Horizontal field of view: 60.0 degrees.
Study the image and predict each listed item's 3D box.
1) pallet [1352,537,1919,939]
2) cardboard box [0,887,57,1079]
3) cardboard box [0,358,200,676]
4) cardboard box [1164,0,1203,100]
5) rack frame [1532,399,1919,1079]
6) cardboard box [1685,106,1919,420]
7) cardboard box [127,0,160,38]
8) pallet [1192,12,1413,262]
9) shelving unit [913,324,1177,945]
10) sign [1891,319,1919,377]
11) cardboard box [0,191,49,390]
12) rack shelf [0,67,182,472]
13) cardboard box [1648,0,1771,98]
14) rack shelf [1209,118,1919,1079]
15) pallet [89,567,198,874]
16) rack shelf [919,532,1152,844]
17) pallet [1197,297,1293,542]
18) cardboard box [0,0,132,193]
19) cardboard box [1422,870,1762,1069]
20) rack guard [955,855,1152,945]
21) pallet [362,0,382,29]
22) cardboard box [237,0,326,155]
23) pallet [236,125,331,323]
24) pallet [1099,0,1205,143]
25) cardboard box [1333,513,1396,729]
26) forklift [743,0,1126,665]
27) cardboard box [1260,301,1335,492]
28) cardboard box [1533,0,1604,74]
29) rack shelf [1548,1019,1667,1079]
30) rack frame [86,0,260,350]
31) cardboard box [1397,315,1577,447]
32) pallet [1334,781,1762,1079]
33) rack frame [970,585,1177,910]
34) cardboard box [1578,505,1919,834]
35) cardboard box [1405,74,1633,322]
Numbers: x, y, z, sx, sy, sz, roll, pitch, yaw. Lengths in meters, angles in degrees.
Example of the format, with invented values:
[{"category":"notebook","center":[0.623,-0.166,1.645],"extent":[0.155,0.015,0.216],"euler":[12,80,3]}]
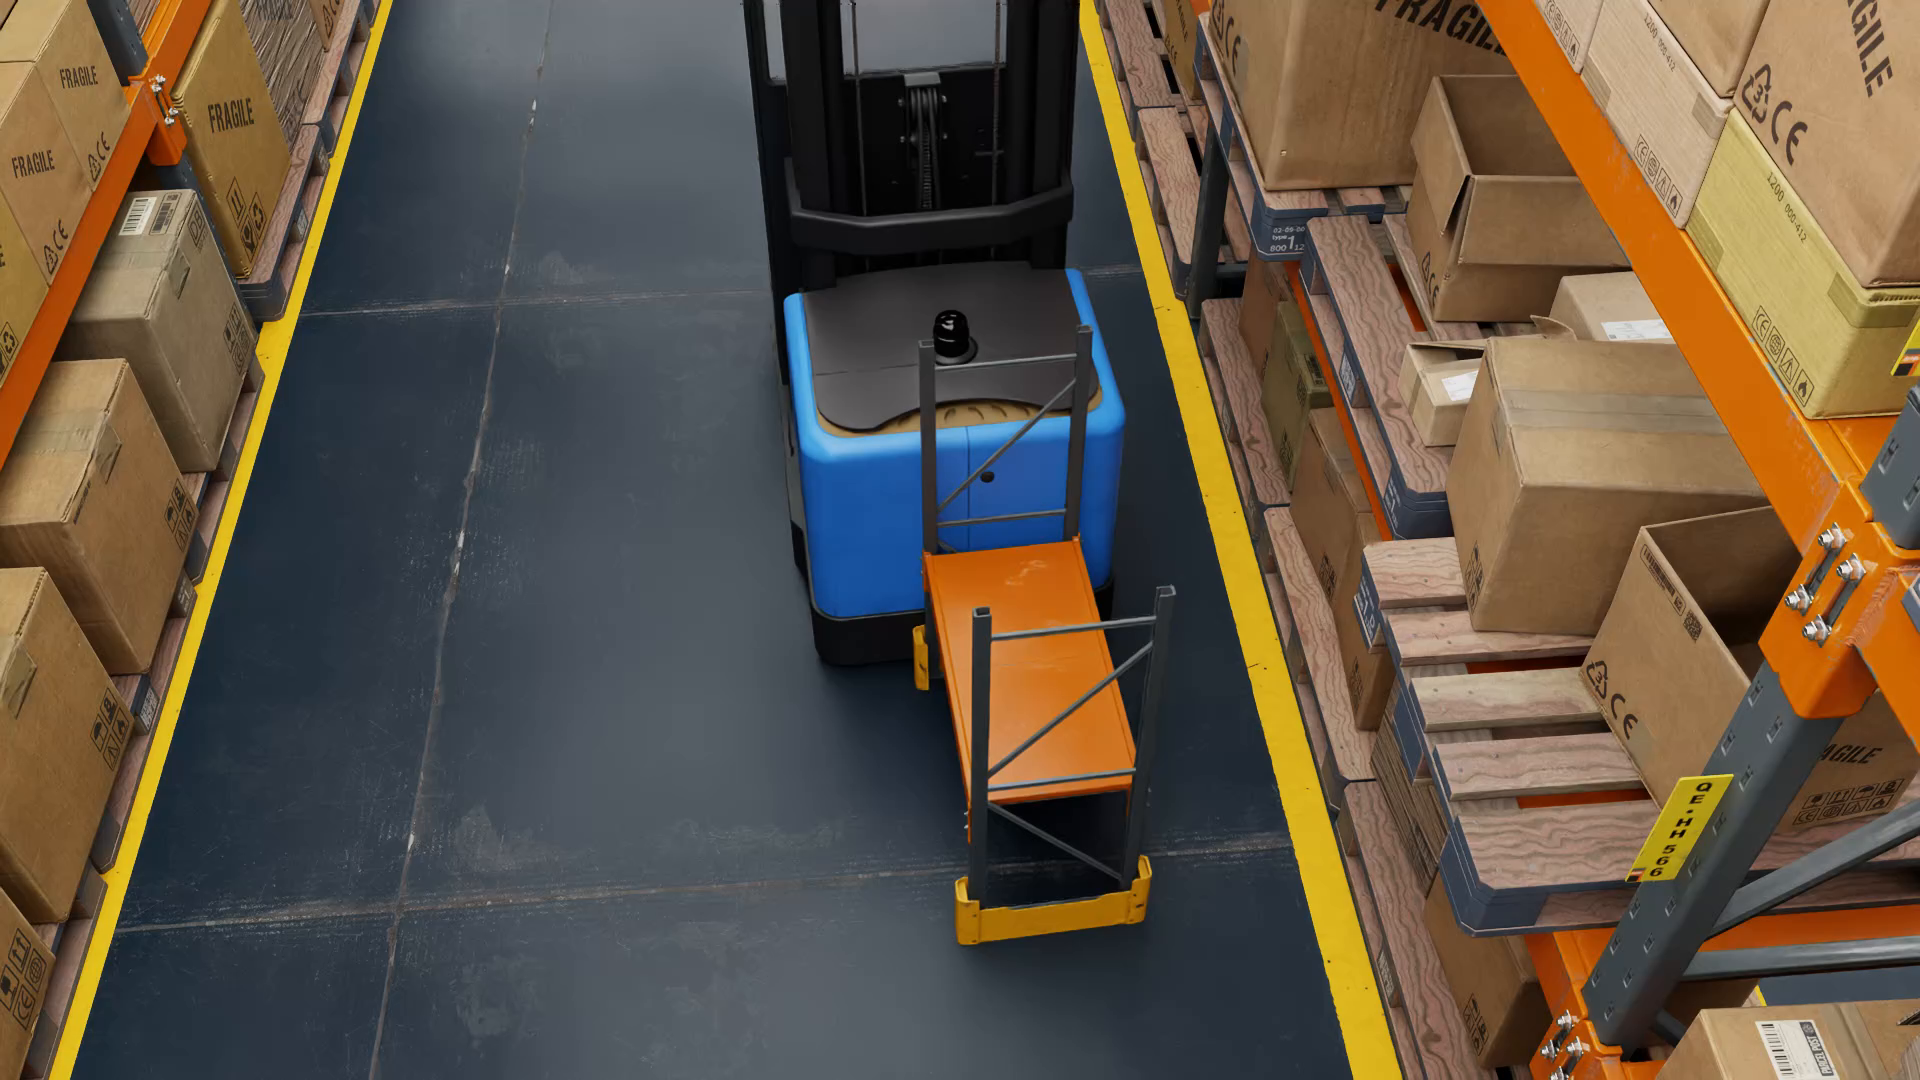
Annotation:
[{"category":"pallet","center":[1.651,0.404,3.934],"extent":[1.213,0.211,1.003],"euler":[-3,47,-3]},{"category":"cardboard box","center":[-3.096,1.258,4.253],"extent":[1.050,0.750,0.750],"euler":[-4,47,-4]},{"category":"cardboard box","center":[-3.251,-0.048,5.490],"extent":[1.050,0.750,0.750],"euler":[-3,47,-3]},{"category":"cardboard box","center":[1.302,-2.482,7.967],"extent":[0.500,0.500,0.500],"euler":[-7,47,-7]},{"category":"rack frame","center":[1.817,0.847,3.382],"extent":[1.000,3.000,0.127],"euler":[-3,47,-3]},{"category":"cardboard box","center":[1.532,-0.462,2.659],"extent":[0.500,0.250,0.500],"euler":[-3,47,-3]},{"category":"cardboard box","center":[-3.512,-2.137,6.104],"extent":[0.875,0.550,0.550],"euler":[-3,47,-3]},{"category":"pallet","center":[1.401,-1.420,5.661],"extent":[1.003,0.211,1.213],"euler":[-3,47,-3]},{"category":"shelving unit","center":[0.207,0.306,4.928],"extent":[0.587,1.500,1.083],"euler":[-6,47,-6]},{"category":"sign","center":[1.276,-0.331,2.075],"extent":[0.100,0.325,0.005],"euler":[-3,47,-3]},{"category":"cardboard box","center":[-3.074,-0.761,4.836],"extent":[0.500,0.500,0.500],"euler":[-3,47,-3]},{"category":"rack shelf","center":[-3.302,-0.125,4.797],"extent":[1.077,0.370,4.000],"euler":[-3,47,-3]},{"category":"cardboard box","center":[1.474,-1.091,2.738],"extent":[0.500,0.500,0.500],"euler":[-4,47,-3]},{"category":"rack shelf","center":[1.649,-0.353,5.014],"extent":[1.077,0.370,4.000],"euler":[-3,47,-3]},{"category":"pallet","center":[-3.224,0.578,5.557],"extent":[1.003,0.211,1.213],"euler":[-3,47,-3]},{"category":"rack shelf","center":[0.205,0.423,5.064],"extent":[0.538,0.185,1.000],"euler":[-6,47,-6]},{"category":"pallet","center":[1.548,-0.525,6.602],"extent":[1.003,0.211,1.213],"euler":[-3,47,-3]},{"category":"cardboard box","center":[-3.159,-1.492,5.528],"extent":[0.500,0.500,0.500],"euler":[-4,47,-4]},{"category":"cardboard box","center":[1.741,1.071,4.588],"extent":[0.700,0.500,0.500],"euler":[-6,47,-5]},{"category":"rack guard","center":[0.279,1.093,5.042],"extent":[0.587,0.250,0.087],"euler":[-6,47,-6]},{"category":"pallet","center":[-3.659,-3.180,9.117],"extent":[1.003,0.211,1.213],"euler":[-3,47,-3]},{"category":"cardboard box","center":[-3.531,-2.344,7.578],"extent":[0.875,0.875,0.875],"euler":[-3,47,-3]},{"category":"pallet","center":[-3.455,-1.415,7.445],"extent":[1.003,0.211,1.213],"euler":[-3,47,-3]},{"category":"pallet","center":[1.285,-2.457,8.431],"extent":[1.003,0.211,1.213],"euler":[-3,47,-3]},{"category":"cardboard box","center":[1.627,0.261,5.355],"extent":[0.700,0.500,0.500],"euler":[0,47,0]},{"category":"forklift","center":[-0.190,-1.658,5.801],"extent":[1.130,2.935,3.031],"euler":[-6,47,-6]},{"category":"cardboard box","center":[1.533,-0.547,6.121],"extent":[0.700,0.500,0.500],"euler":[-4,47,-4]},{"category":"cardboard box","center":[1.438,-1.184,3.343],"extent":[0.500,0.250,0.500],"euler":[-2,47,-2]},{"category":"rack shelf","center":[1.984,2.541,2.273],"extent":[1.077,0.370,4.000],"euler":[-3,47,-3]},{"category":"rack frame","center":[-3.469,-1.819,5.907],"extent":[1.000,3.000,0.127],"euler":[-3,47,-3]},{"category":"cardboard box","center":[1.408,-0.441,4.406],"extent":[0.396,0.266,0.258],"euler":[-5,47,-4]},{"category":"pallet","center":[1.753,1.240,4.930],"extent":[1.003,0.211,1.213],"euler":[-3,47,-3]},{"category":"rack frame","center":[0.279,0.664,4.588],"extent":[0.500,1.500,0.032],"euler":[-6,47,-6]},{"category":"cardboard box","center":[1.732,0.280,3.561],"extent":[0.500,0.500,0.500],"euler":[-9,47,-8]},{"category":"cardboard box","center":[1.719,-0.979,4.750],"extent":[0.797,0.503,0.637],"euler":[1,47,1]}]
